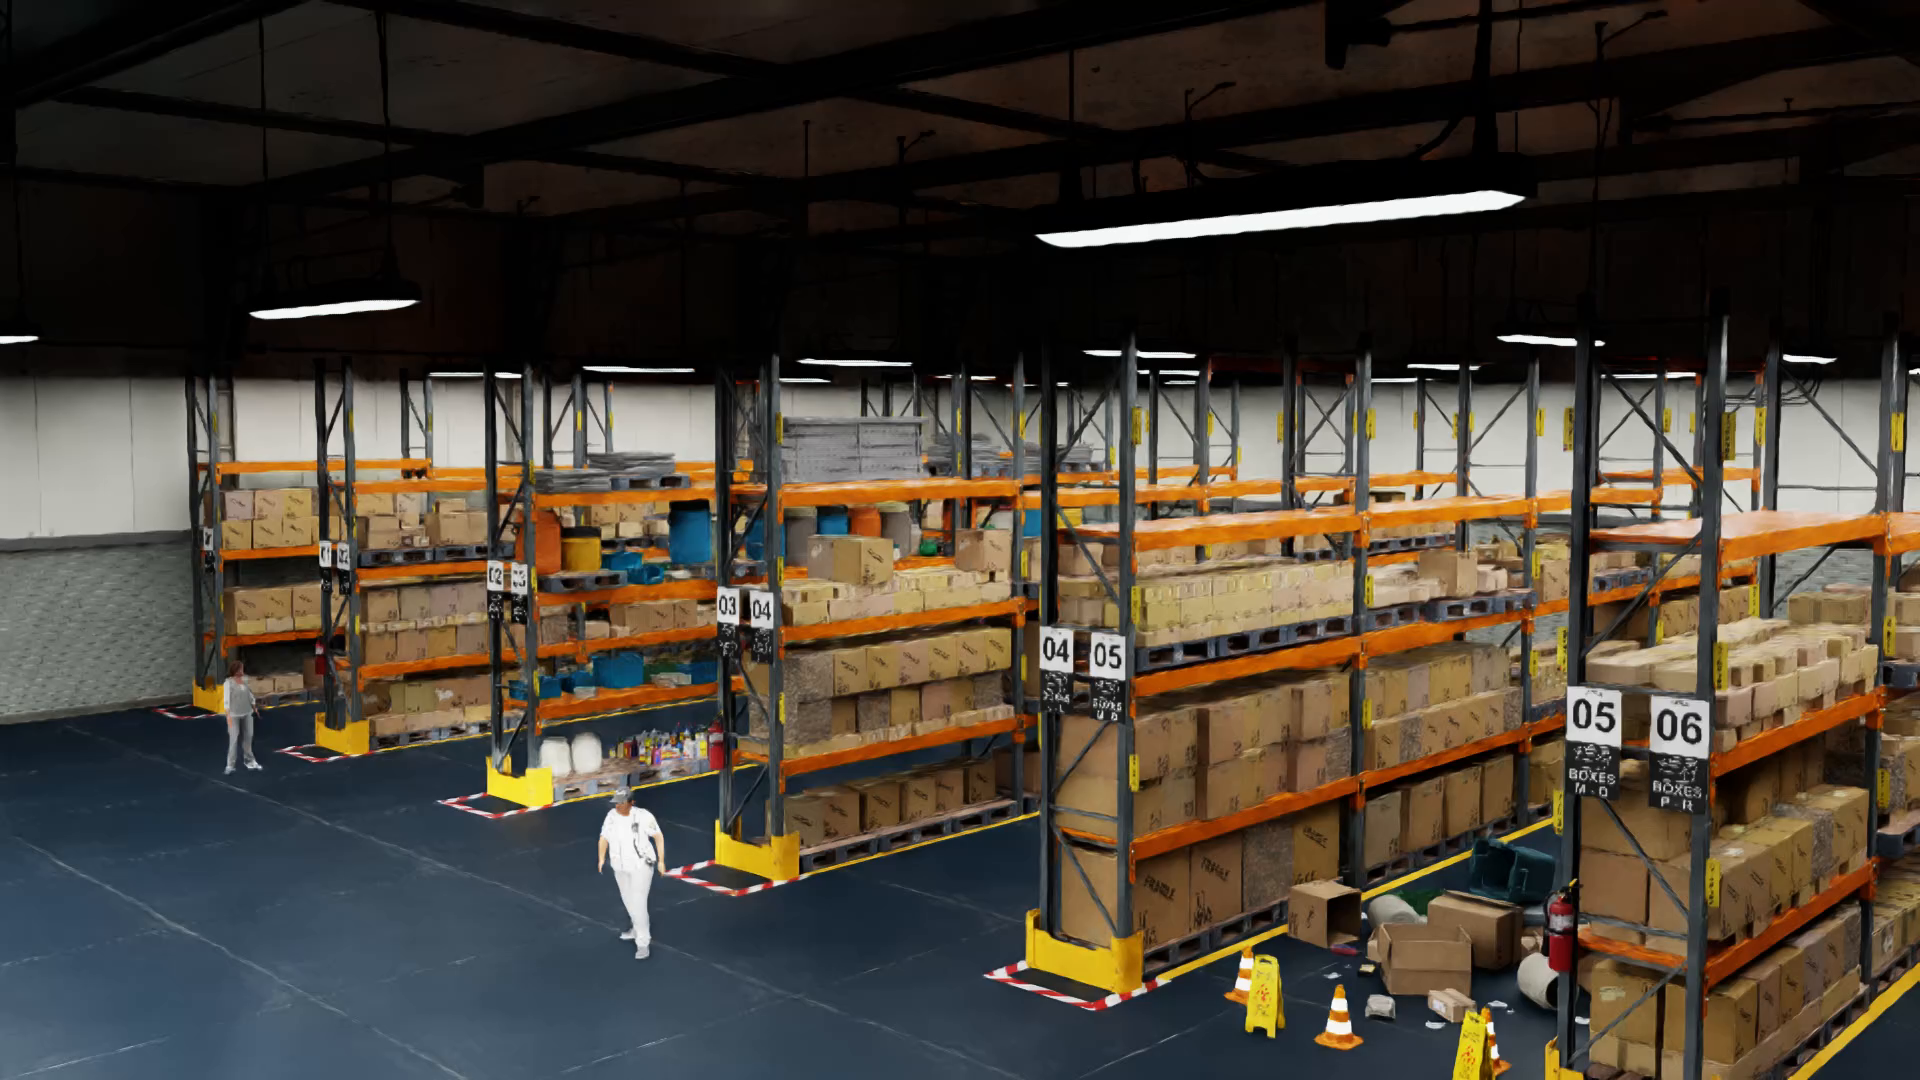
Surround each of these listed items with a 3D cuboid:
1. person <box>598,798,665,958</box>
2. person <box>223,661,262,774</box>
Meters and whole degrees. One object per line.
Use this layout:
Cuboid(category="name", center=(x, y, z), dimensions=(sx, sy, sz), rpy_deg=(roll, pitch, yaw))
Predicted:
Cuboid(category="person", center=(-3.125, 3.142, 16.017), dimensions=(0.660, 1.585, 0.785), rpy_deg=(2, 5, 23))
Cuboid(category="person", center=(-10.313, 2.530, 23.843), dimensions=(0.341, 1.591, 0.559), rpy_deg=(3, 5, 34))
